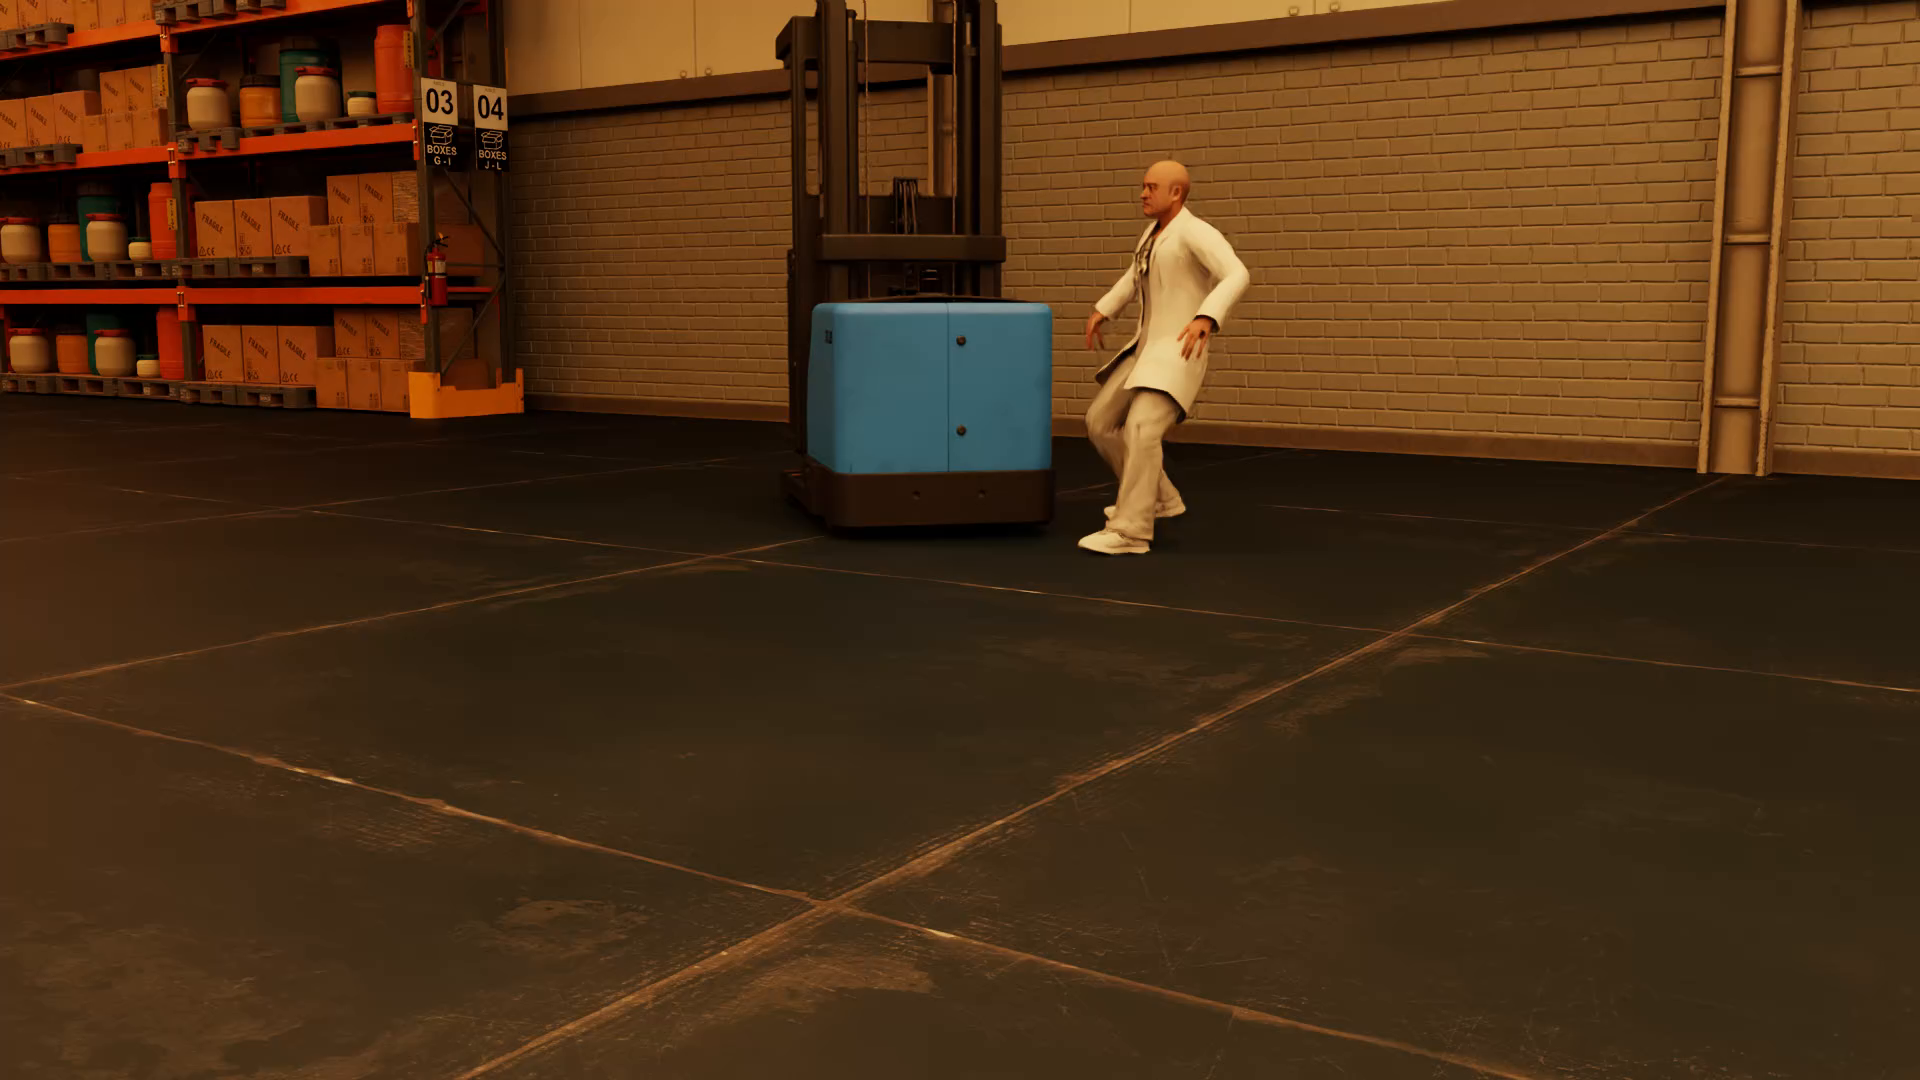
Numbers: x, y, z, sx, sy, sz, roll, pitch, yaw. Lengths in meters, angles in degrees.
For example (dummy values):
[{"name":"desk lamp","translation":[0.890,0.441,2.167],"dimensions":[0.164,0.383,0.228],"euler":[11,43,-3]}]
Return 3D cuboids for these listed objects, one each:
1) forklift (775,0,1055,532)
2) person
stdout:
[{"name":"forklift","translation":[-0.378,-1.659,8.858],"dimensions":[1.130,2.935,3.031],"euler":[-2,8,-12]},{"name":"person","translation":[0.772,-0.806,7.345],"dimensions":[0.716,1.704,1.027],"euler":[-3,8,-17]}]
